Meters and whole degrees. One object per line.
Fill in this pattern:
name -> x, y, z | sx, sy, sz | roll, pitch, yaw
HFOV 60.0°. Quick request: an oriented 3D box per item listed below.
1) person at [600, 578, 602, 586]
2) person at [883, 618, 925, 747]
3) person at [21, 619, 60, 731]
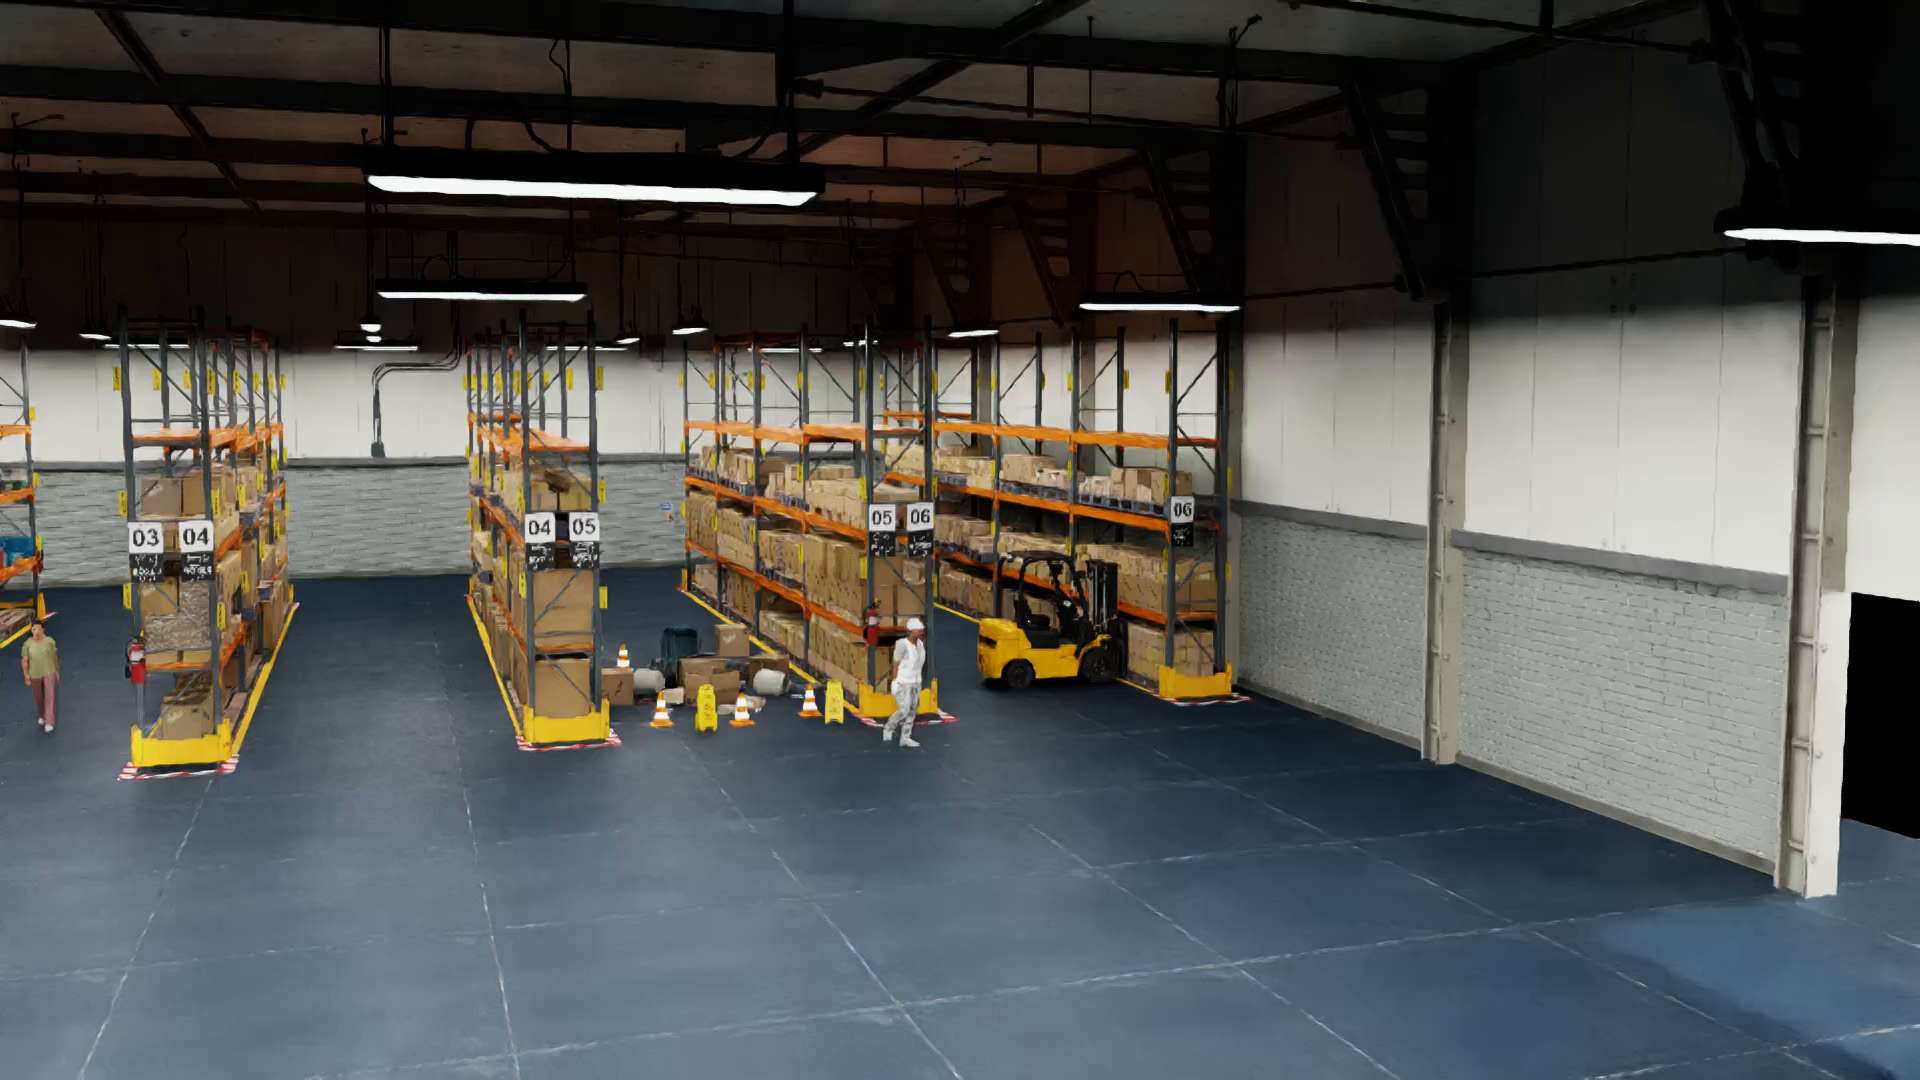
person -> -8.582, 0.416, 38.852 | 0.397, 1.789, 0.653 | -1, 6, -15
person -> -0.762, 1.956, 22.877 | 0.570, 1.777, 0.603 | 4, 7, 35
person -> -13.221, 1.924, 23.893 | 0.451, 1.586, 1.099 | -2, 6, -21
